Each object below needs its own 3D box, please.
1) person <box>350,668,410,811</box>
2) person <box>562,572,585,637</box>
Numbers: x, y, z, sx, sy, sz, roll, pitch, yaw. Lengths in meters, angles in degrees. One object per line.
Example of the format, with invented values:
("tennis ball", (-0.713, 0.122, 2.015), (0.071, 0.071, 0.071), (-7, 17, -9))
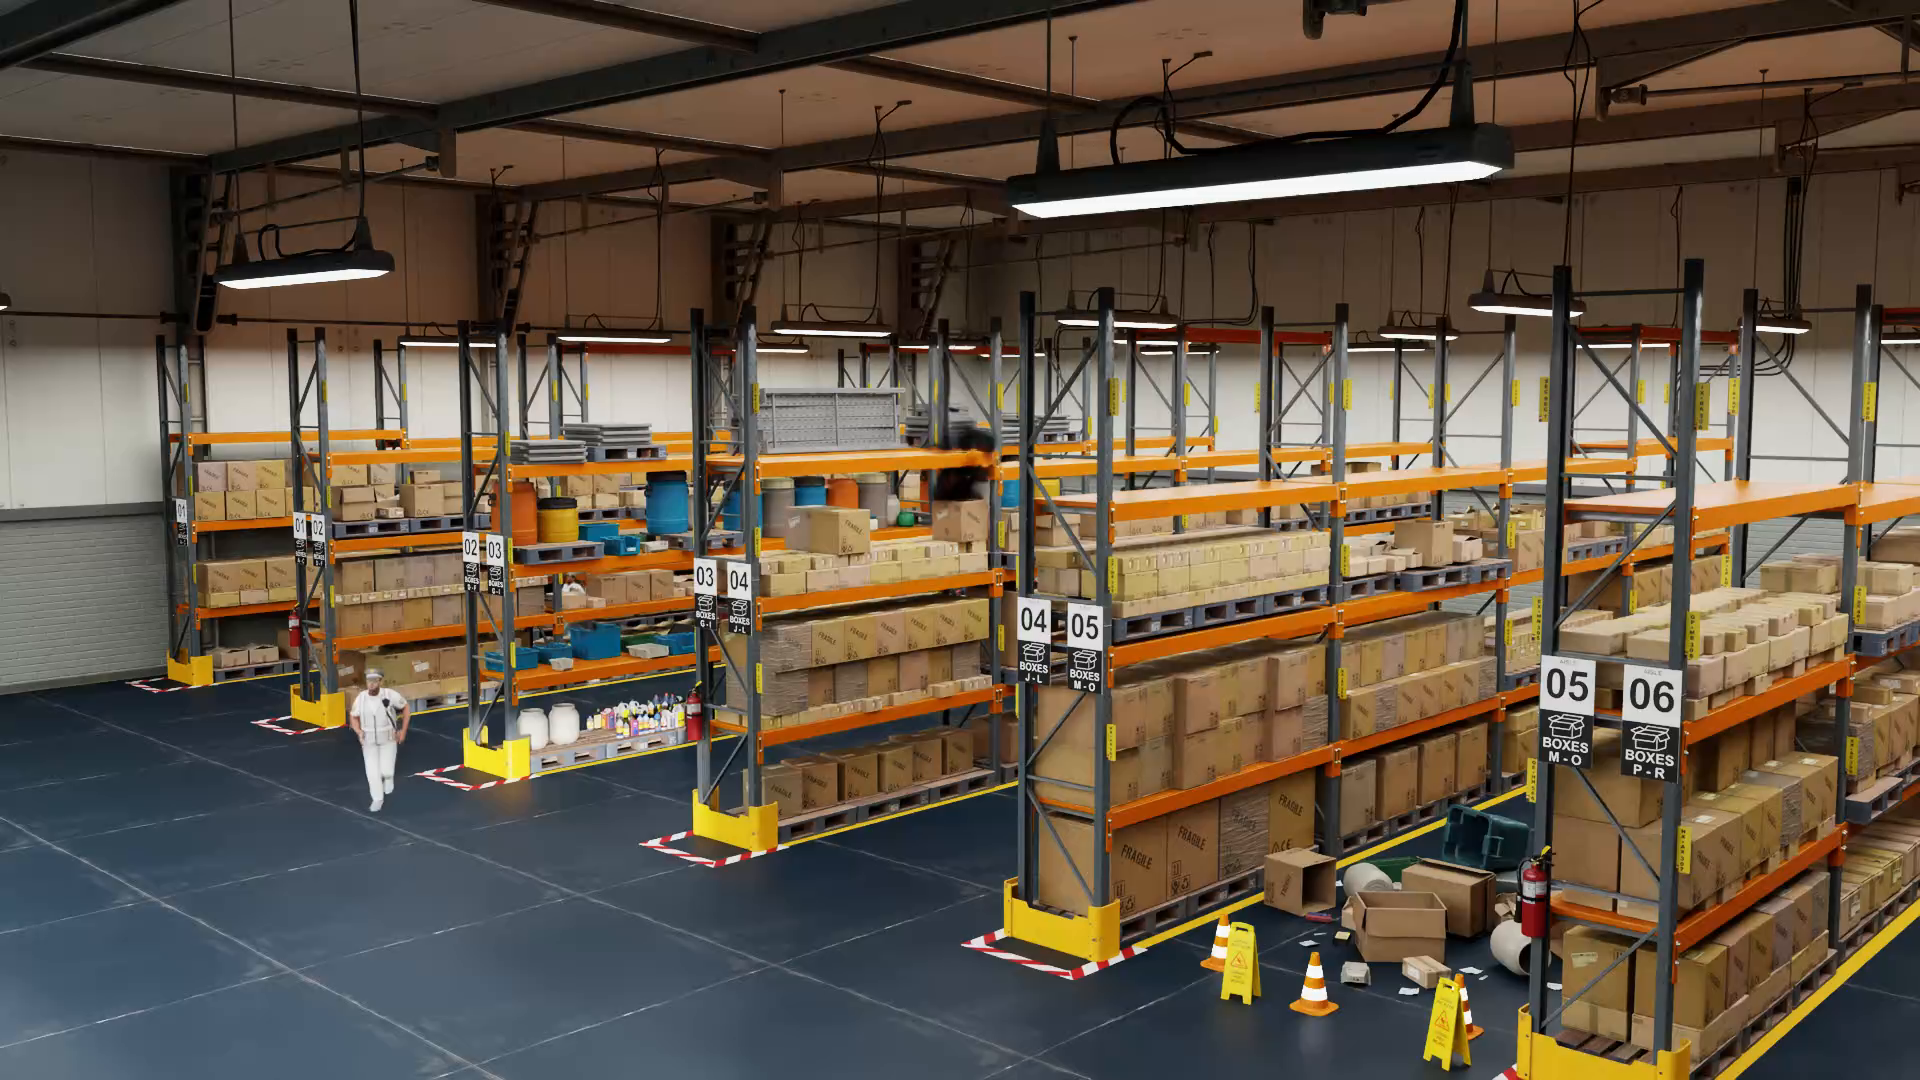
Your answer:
("person", (-7.056, 2.412, 20.215), (0.687, 1.754, 0.654), (-1, 5, -9))
("person", (-7.394, 1.390, 31.759), (0.614, 1.631, 0.554), (4, 7, 37))
